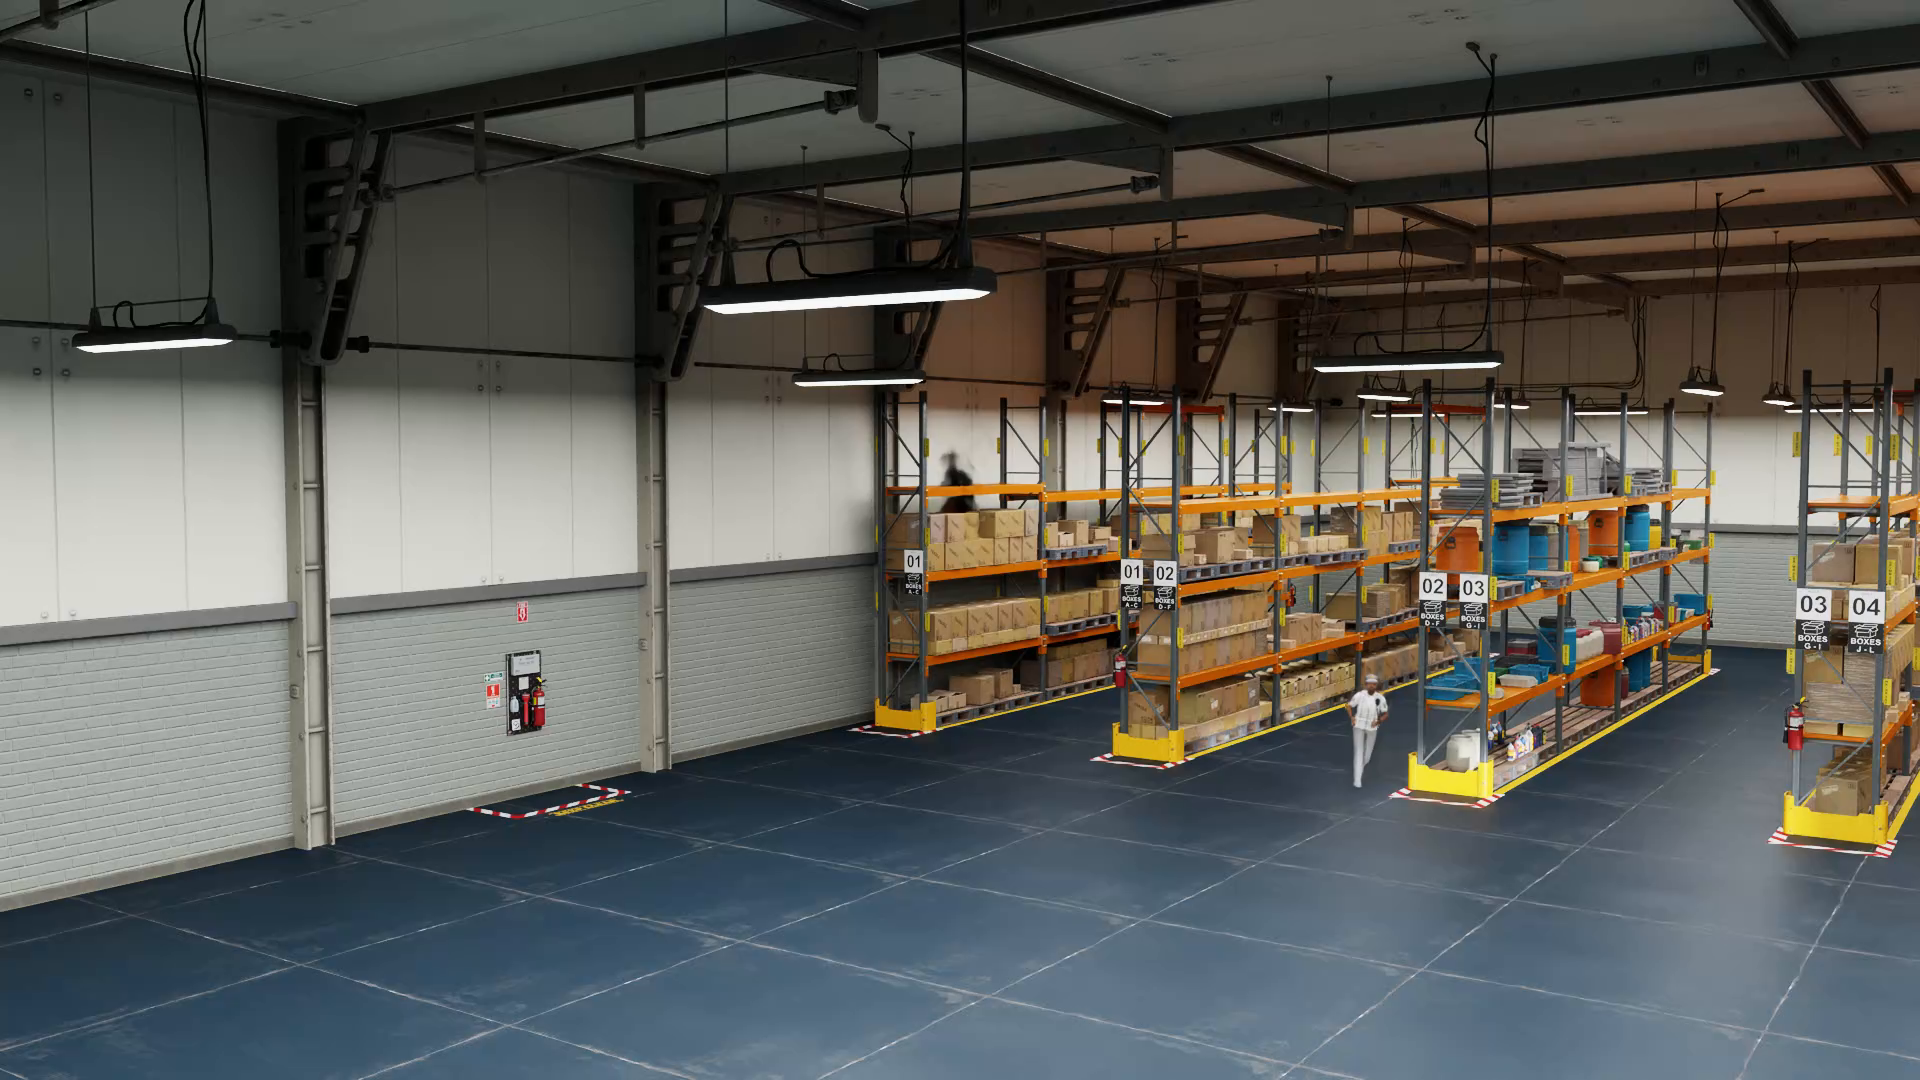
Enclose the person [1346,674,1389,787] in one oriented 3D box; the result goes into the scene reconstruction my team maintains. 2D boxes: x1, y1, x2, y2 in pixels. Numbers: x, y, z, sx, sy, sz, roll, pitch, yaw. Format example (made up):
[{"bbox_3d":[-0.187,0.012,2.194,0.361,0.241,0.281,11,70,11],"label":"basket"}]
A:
[{"bbox_3d":[6.076,2.818,24.805,0.617,1.673,0.703,1,3,13],"label":"person"}]
